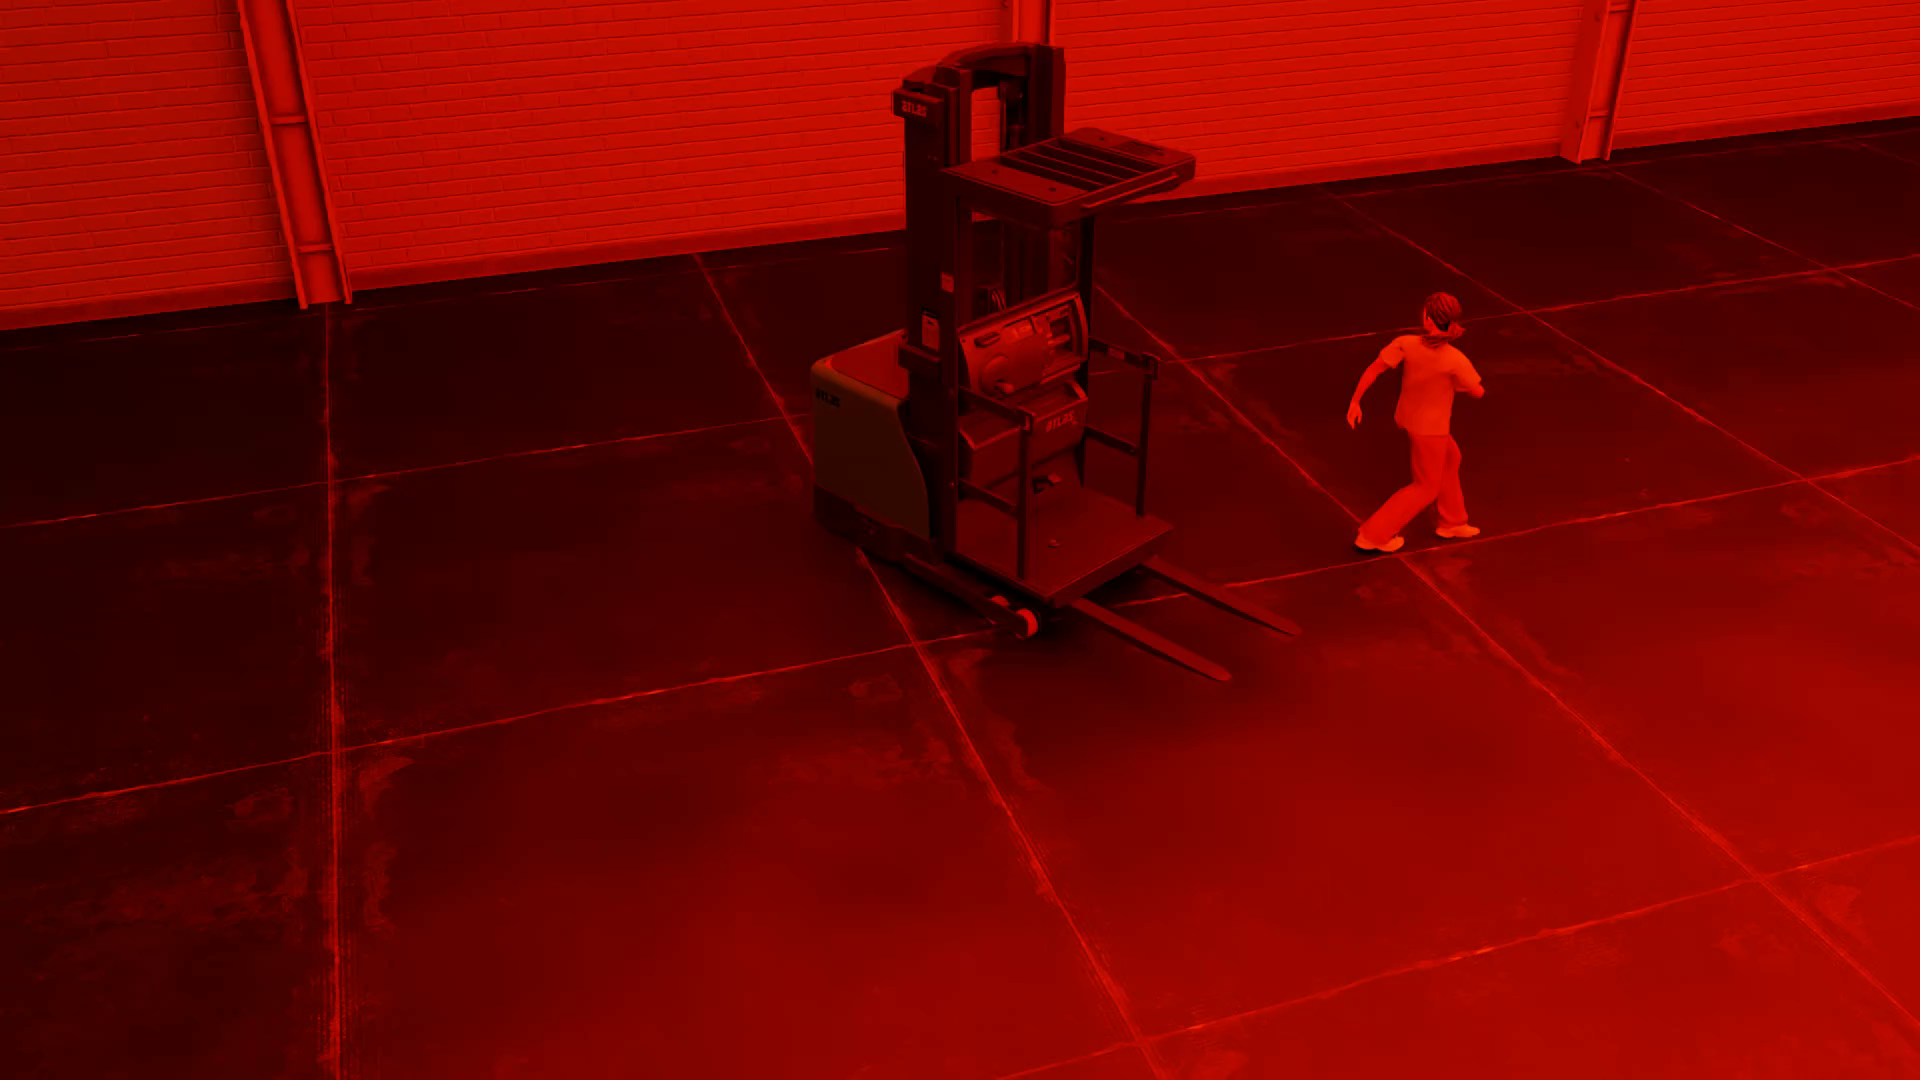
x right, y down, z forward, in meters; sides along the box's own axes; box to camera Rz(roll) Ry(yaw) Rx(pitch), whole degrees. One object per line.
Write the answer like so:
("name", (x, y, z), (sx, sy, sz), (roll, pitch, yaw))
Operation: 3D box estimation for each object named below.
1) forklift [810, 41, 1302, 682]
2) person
("forklift", (0.501, -1.019, 8.859), (1.130, 2.935, 3.031), (-26, 39, -38))
("person", (2.720, -0.672, 9.628), (0.917, 1.616, 0.471), (-12, 32, -20))
